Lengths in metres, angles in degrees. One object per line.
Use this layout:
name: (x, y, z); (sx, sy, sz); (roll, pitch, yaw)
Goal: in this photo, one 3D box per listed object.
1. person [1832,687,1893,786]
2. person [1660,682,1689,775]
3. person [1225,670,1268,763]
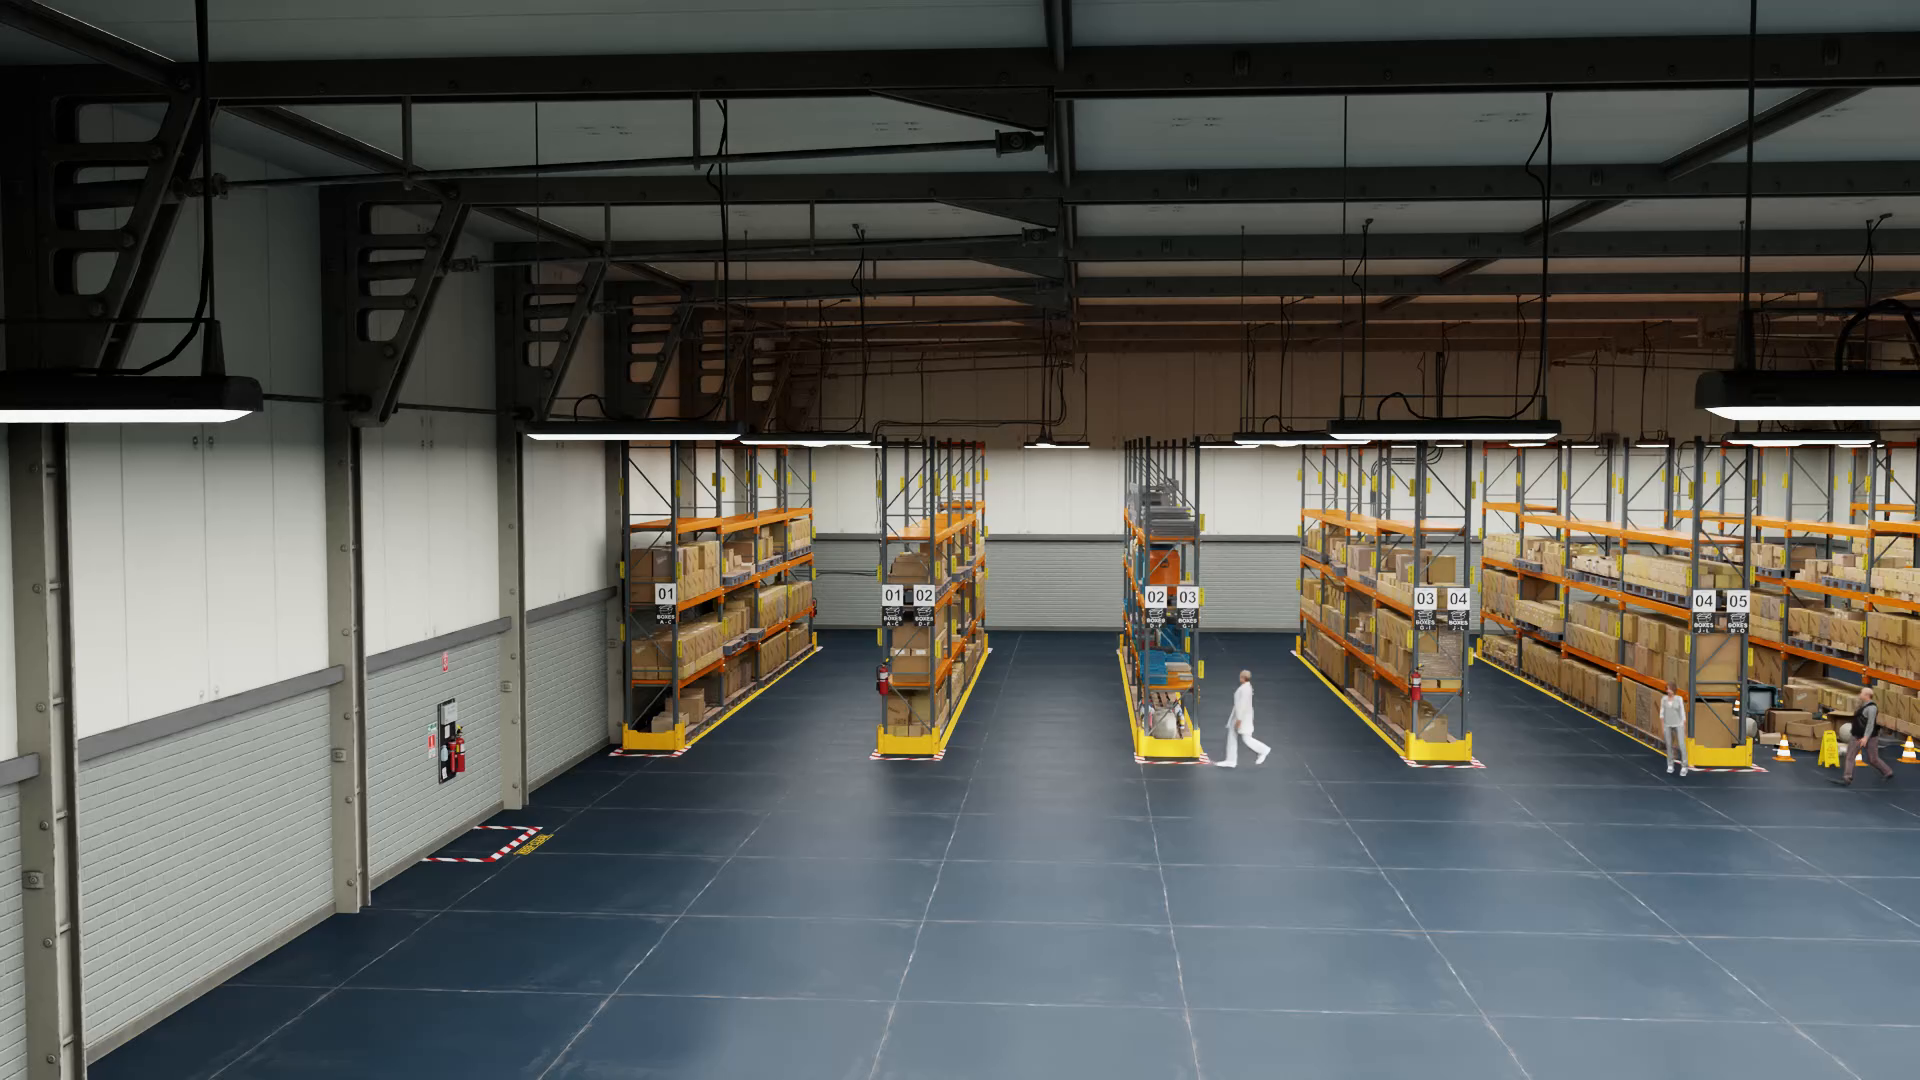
person: (15.455, 3.404, 28.368); (0.981, 1.612, 0.503); (-1, 3, -17)
person: (12.692, 3.340, 29.562); (0.506, 1.612, 0.391); (2, 4, 36)
person: (5.191, 3.199, 30.129); (0.739, 1.691, 0.531); (-2, 3, -28)
